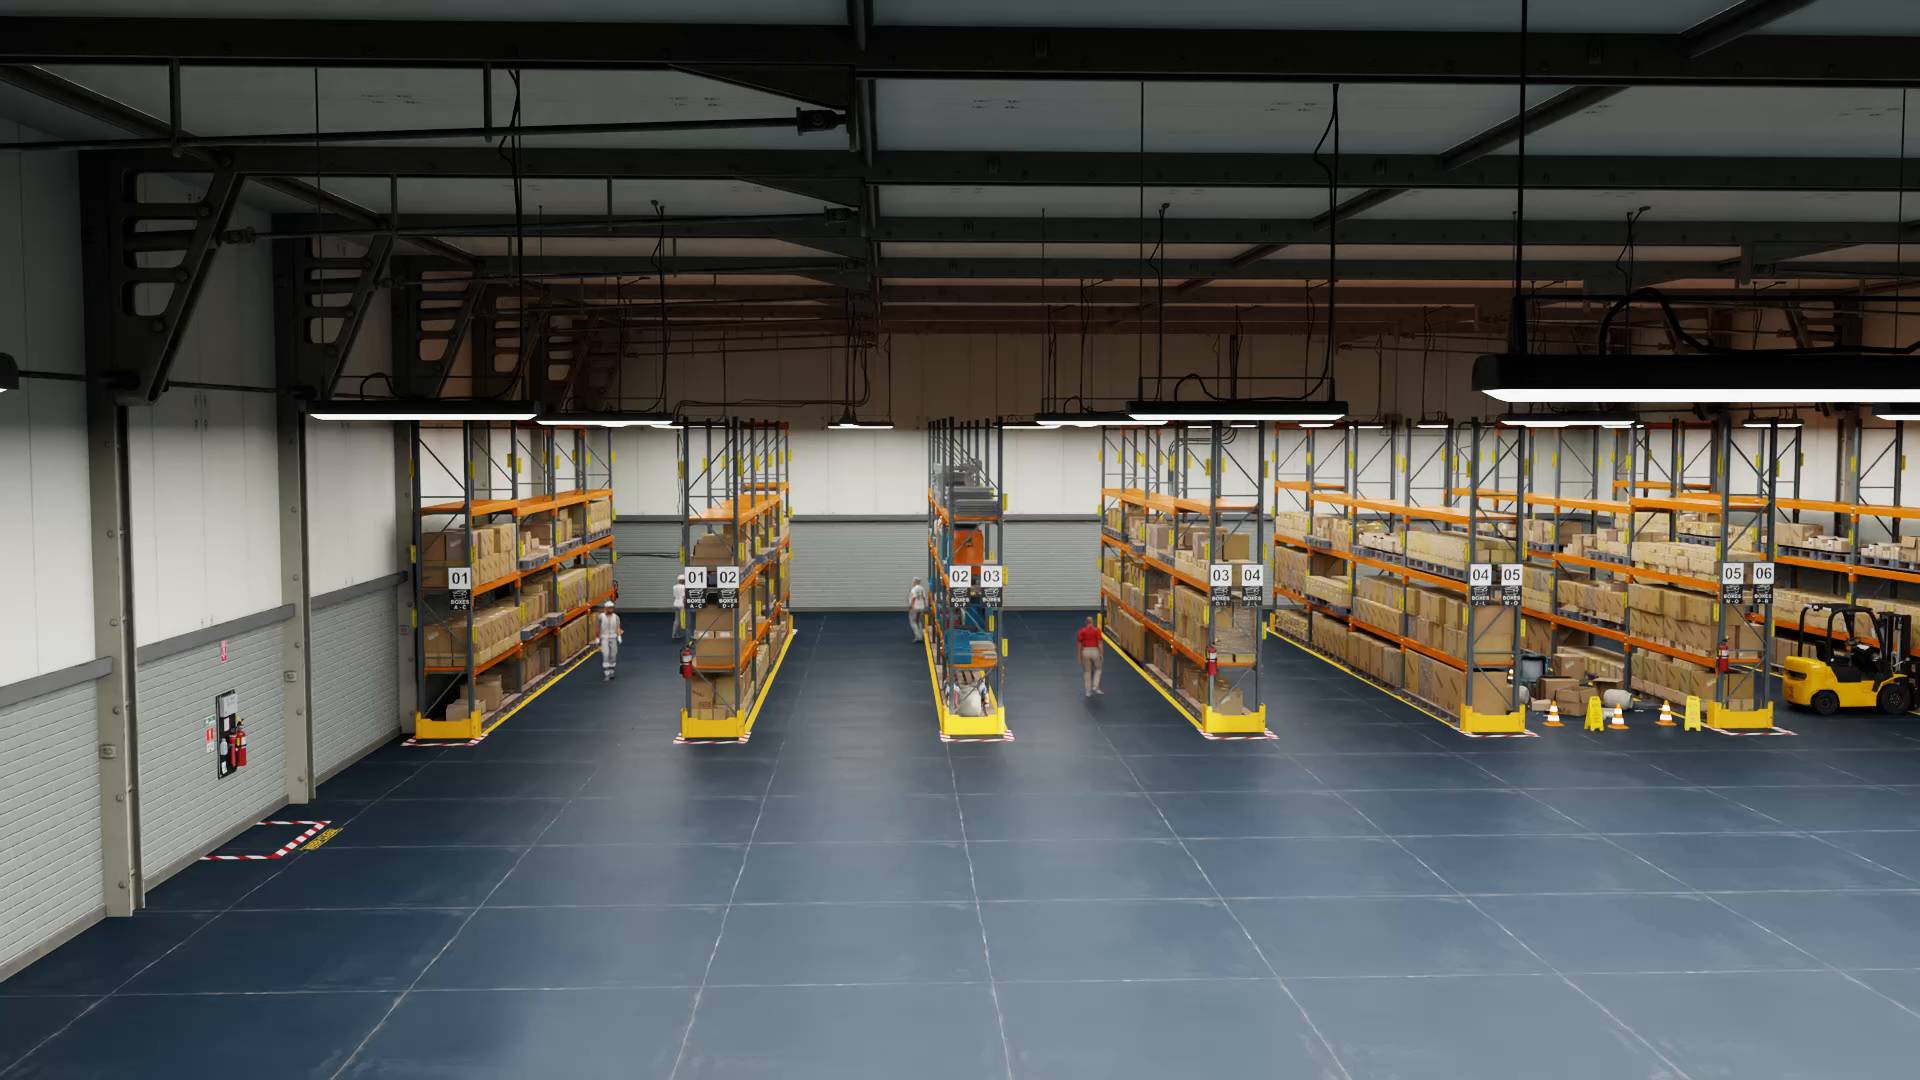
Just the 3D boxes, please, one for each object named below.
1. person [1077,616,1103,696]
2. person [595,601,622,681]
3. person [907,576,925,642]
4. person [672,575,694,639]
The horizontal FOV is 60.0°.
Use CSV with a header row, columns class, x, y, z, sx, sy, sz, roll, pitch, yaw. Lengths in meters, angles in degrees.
class,x,y,z,sx,sy,sz,roll,pitch,yaw
person,2.818,2.505,35.982,0.575,1.710,0.505,1,4,8
person,-8.100,2.339,38.478,0.569,1.813,0.694,-2,4,-26
person,-1.170,1.912,45.393,0.446,1.835,0.587,3,5,41
person,-7.667,1.851,45.928,0.606,1.774,0.647,4,5,44
